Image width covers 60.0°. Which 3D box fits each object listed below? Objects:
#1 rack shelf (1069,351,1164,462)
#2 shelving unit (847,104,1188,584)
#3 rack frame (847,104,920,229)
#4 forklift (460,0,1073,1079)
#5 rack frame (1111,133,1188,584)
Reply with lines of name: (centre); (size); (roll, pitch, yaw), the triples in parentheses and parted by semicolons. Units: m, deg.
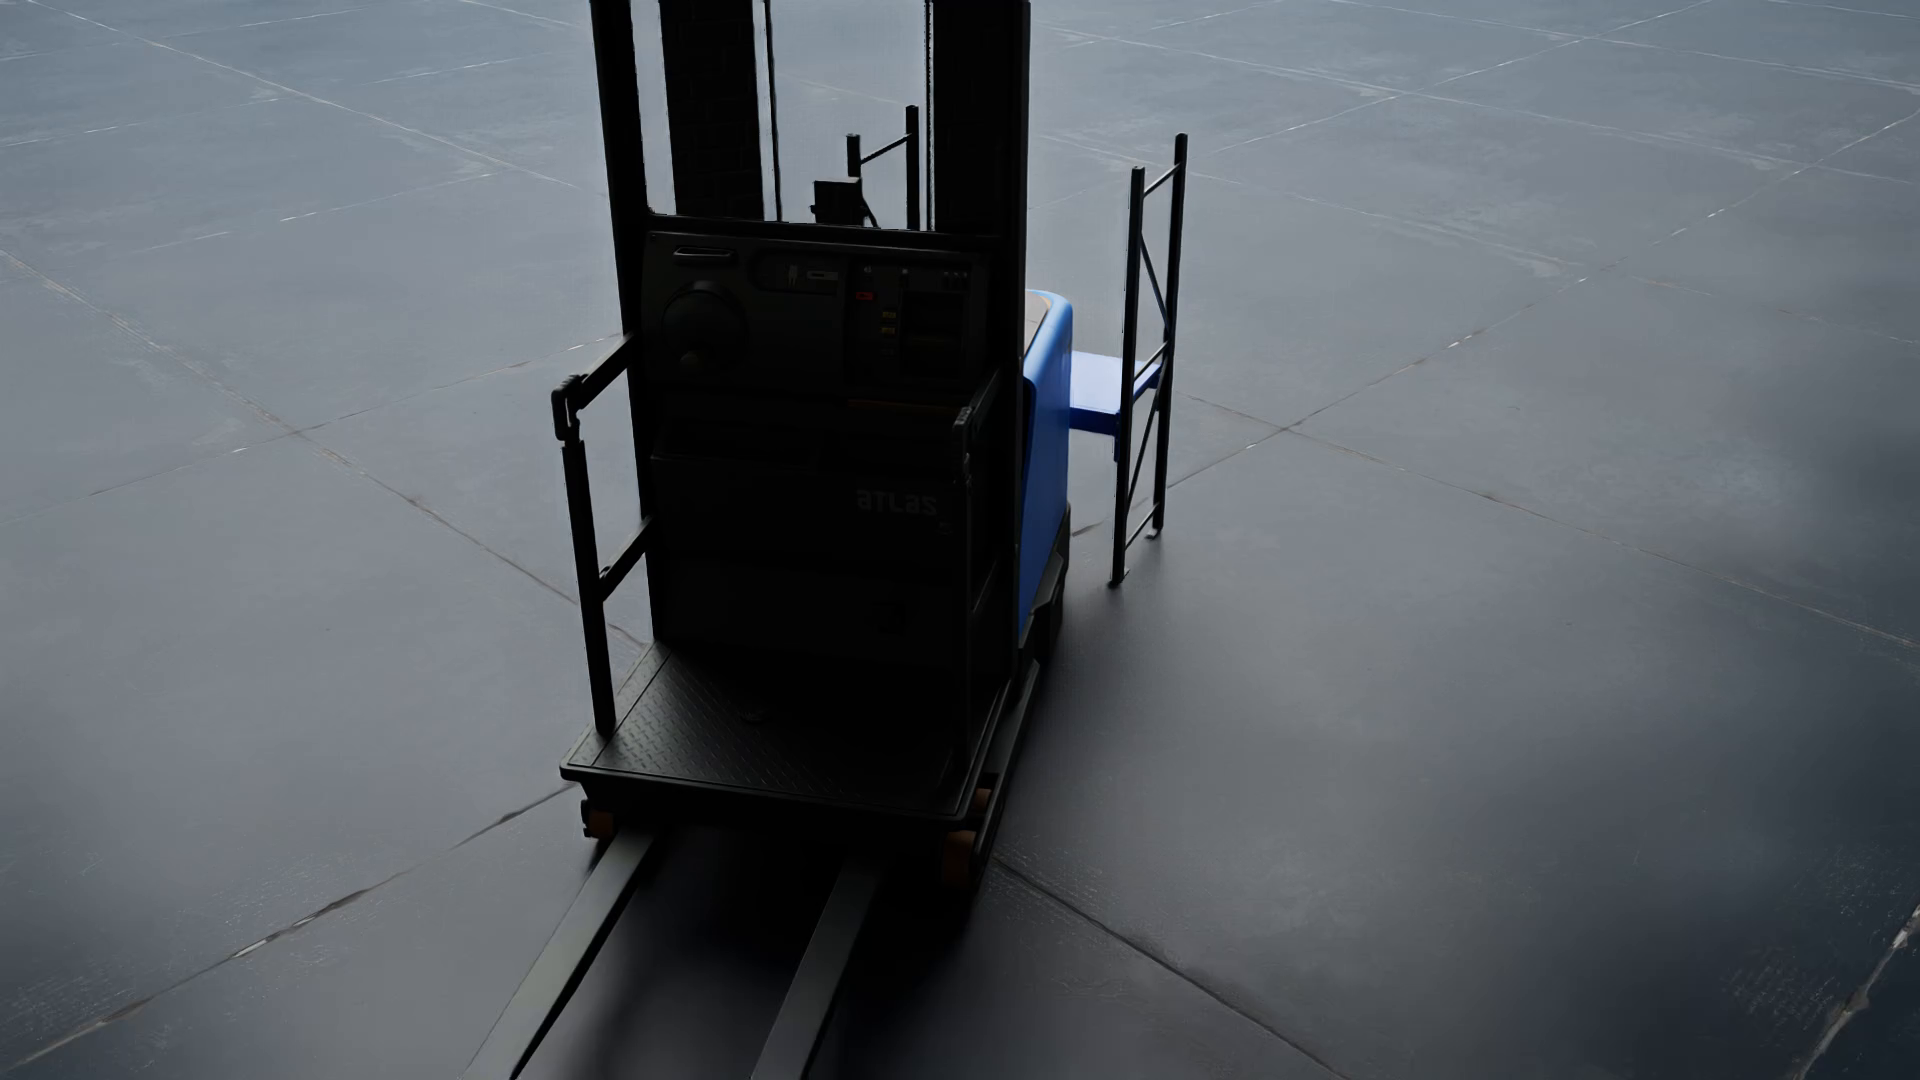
rack shelf: (0.196, -0.554, 6.078); (1.000, 0.185, 0.538); (12, 30, 21)
shelving unit: (0.196, -0.713, 5.994); (1.048, 1.500, 0.538); (12, 30, 21)
rack frame: (-0.267, -0.810, 6.179); (0.032, 1.500, 0.500); (12, 30, 21)
forklift: (-0.424, -0.548, 4.143); (1.130, 2.935, 3.031); (6, 28, 11)
rack frame: (0.660, -0.616, 5.809); (0.032, 1.500, 0.500); (12, 30, 21)
